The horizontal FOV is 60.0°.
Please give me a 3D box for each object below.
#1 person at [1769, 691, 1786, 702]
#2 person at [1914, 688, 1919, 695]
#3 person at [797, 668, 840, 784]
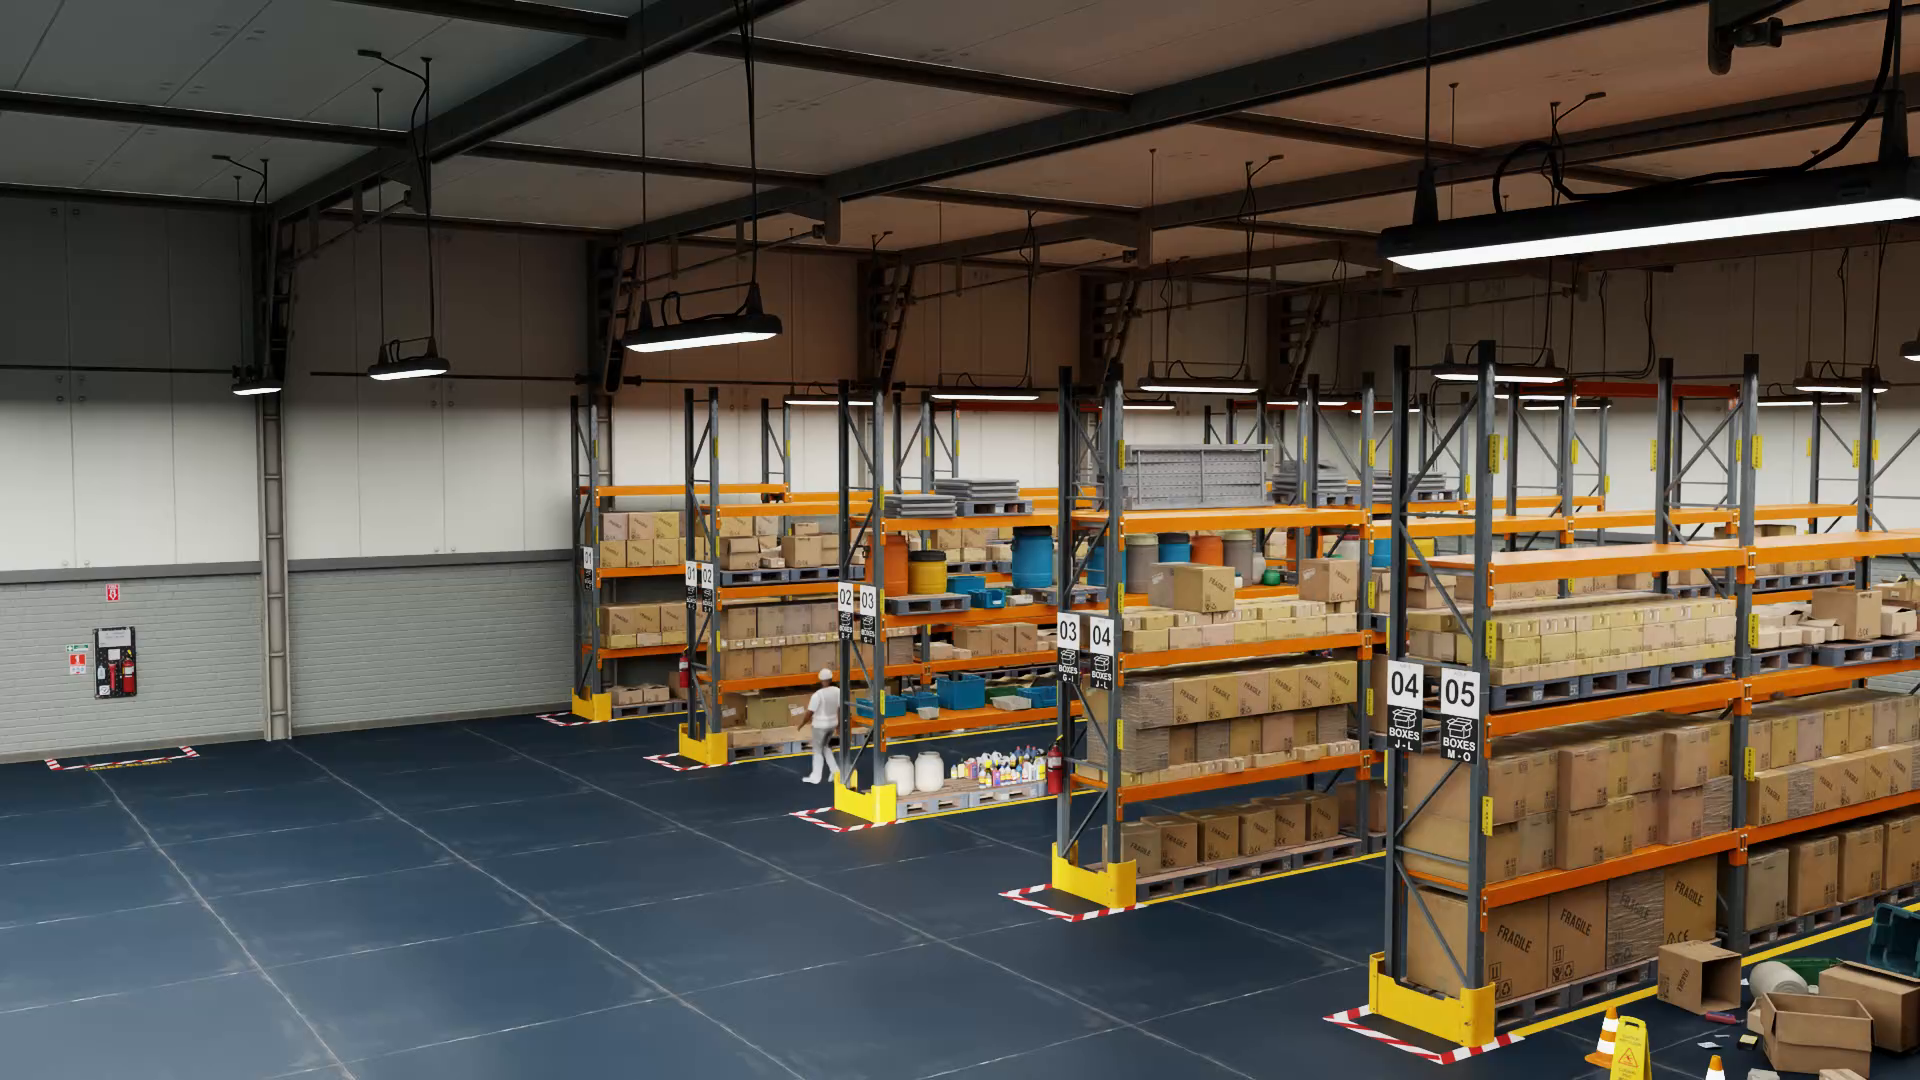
[{"bbox_3d":[11.654,2.949,23.838,0.493,1.602,0.469,1,4,15],"label":"person"},{"bbox_3d":[16.468,2.647,28.247,0.739,1.650,0.549,-1,3,-9],"label":"person"},{"bbox_3d":[-2.098,2.786,24.958,0.626,1.753,0.646,2,4,35],"label":"person"}]
